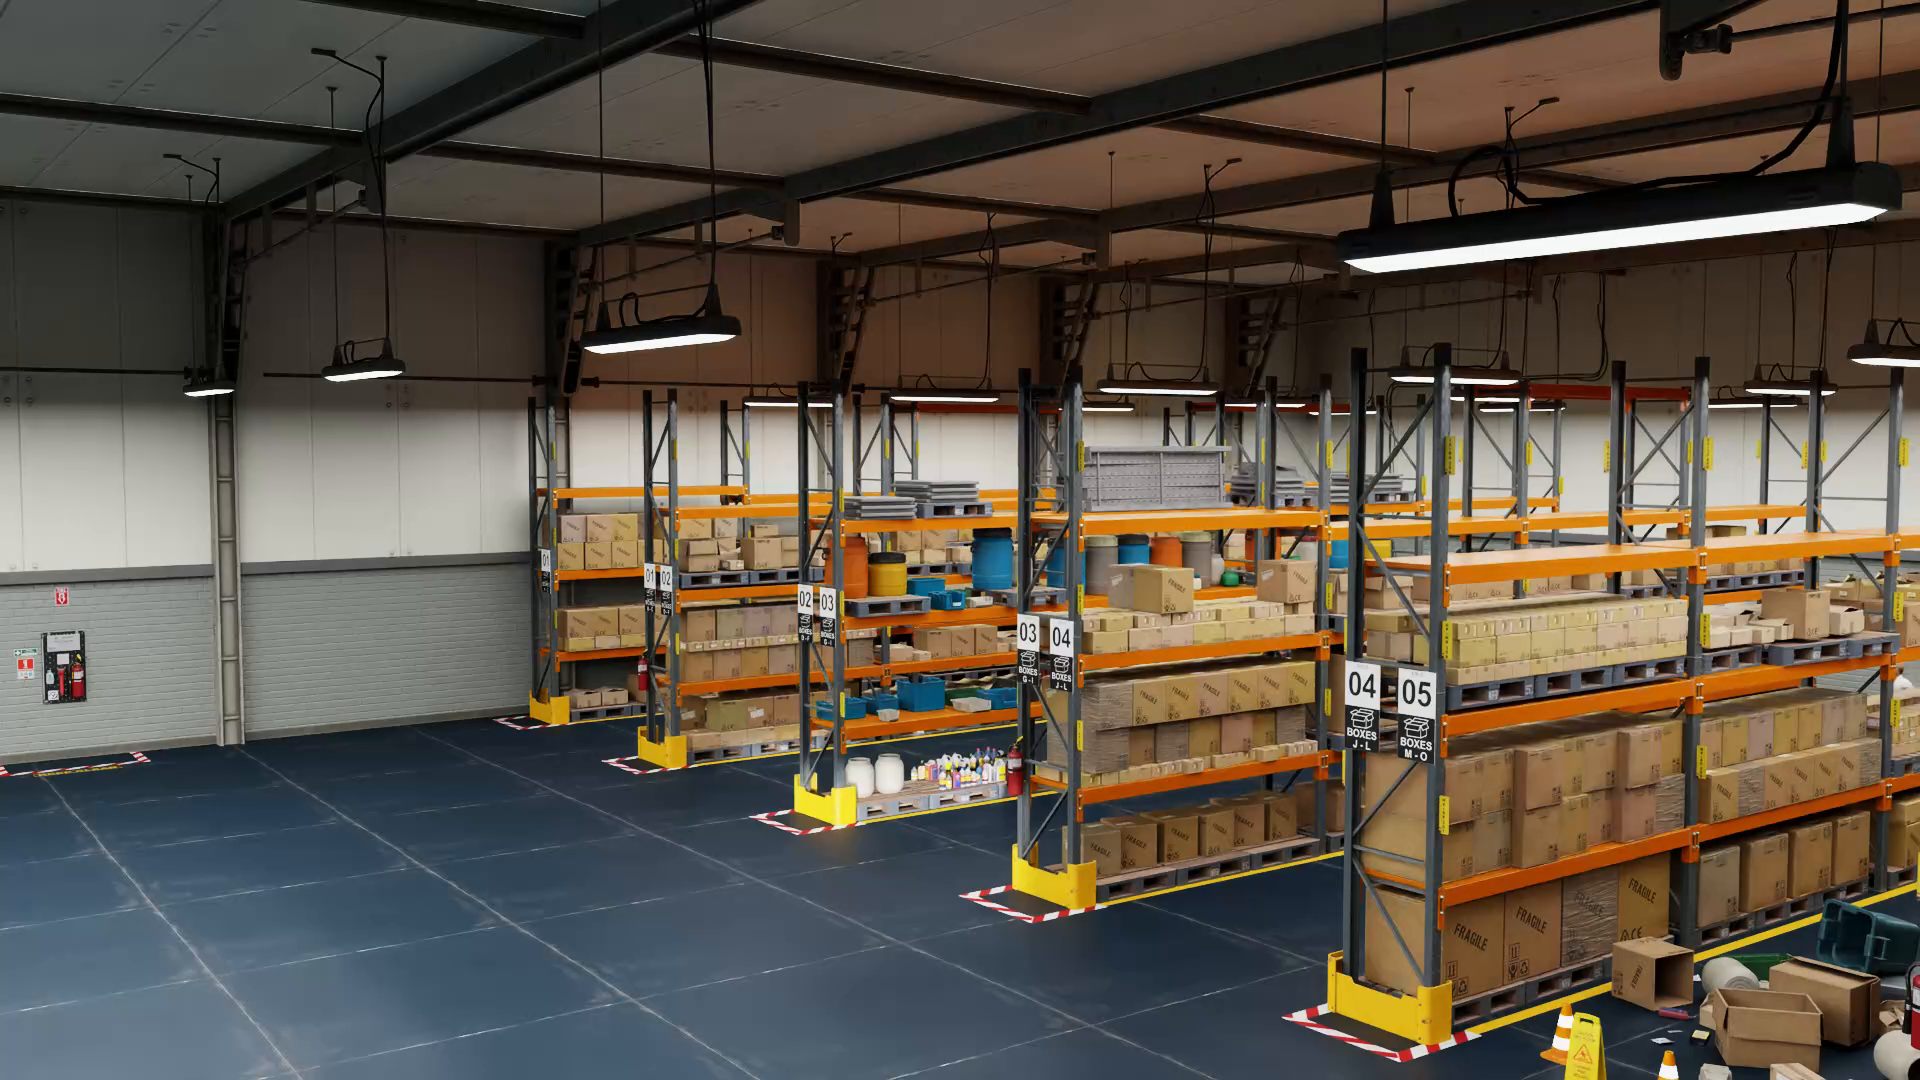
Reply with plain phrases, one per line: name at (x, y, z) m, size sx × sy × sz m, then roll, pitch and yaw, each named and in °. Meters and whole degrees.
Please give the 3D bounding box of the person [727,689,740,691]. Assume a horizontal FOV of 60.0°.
person at (-4.245, 2.528, 30.768) m, size 0.407 × 1.721 × 0.535 m, roll 2°, pitch 4°, yaw 34°

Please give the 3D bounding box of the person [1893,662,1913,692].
person at (14.476, 2.753, 25.855) m, size 1.048 × 1.718 × 0.702 m, roll -3°, pitch 4°, yaw -39°
